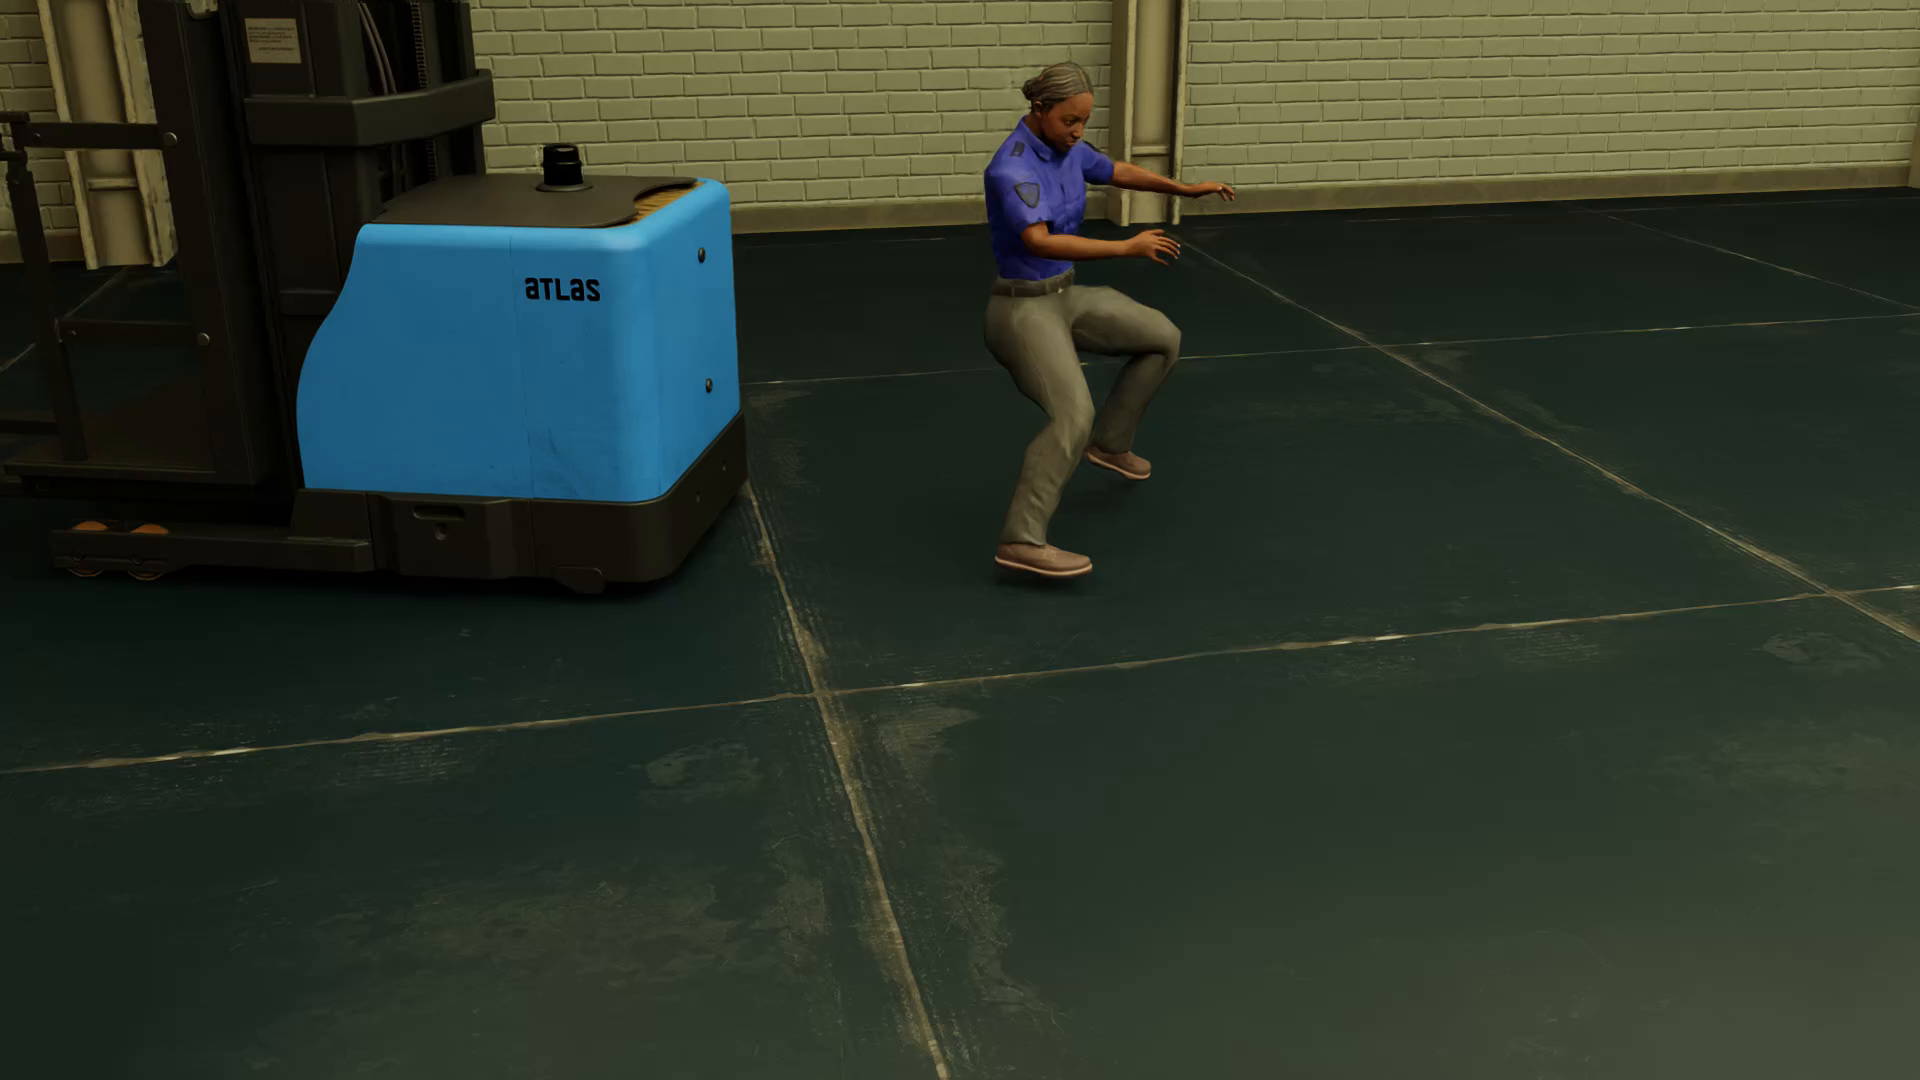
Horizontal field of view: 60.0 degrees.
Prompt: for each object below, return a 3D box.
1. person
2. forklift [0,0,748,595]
[{"bbox_3d":[0.414,-0.718,5.064,0.682,1.426,1.000,13,25,31],"label":"person"},{"bbox_3d":[-2.280,-1.430,4.935,3.031,2.935,1.130,3,21,7],"label":"forklift"}]
